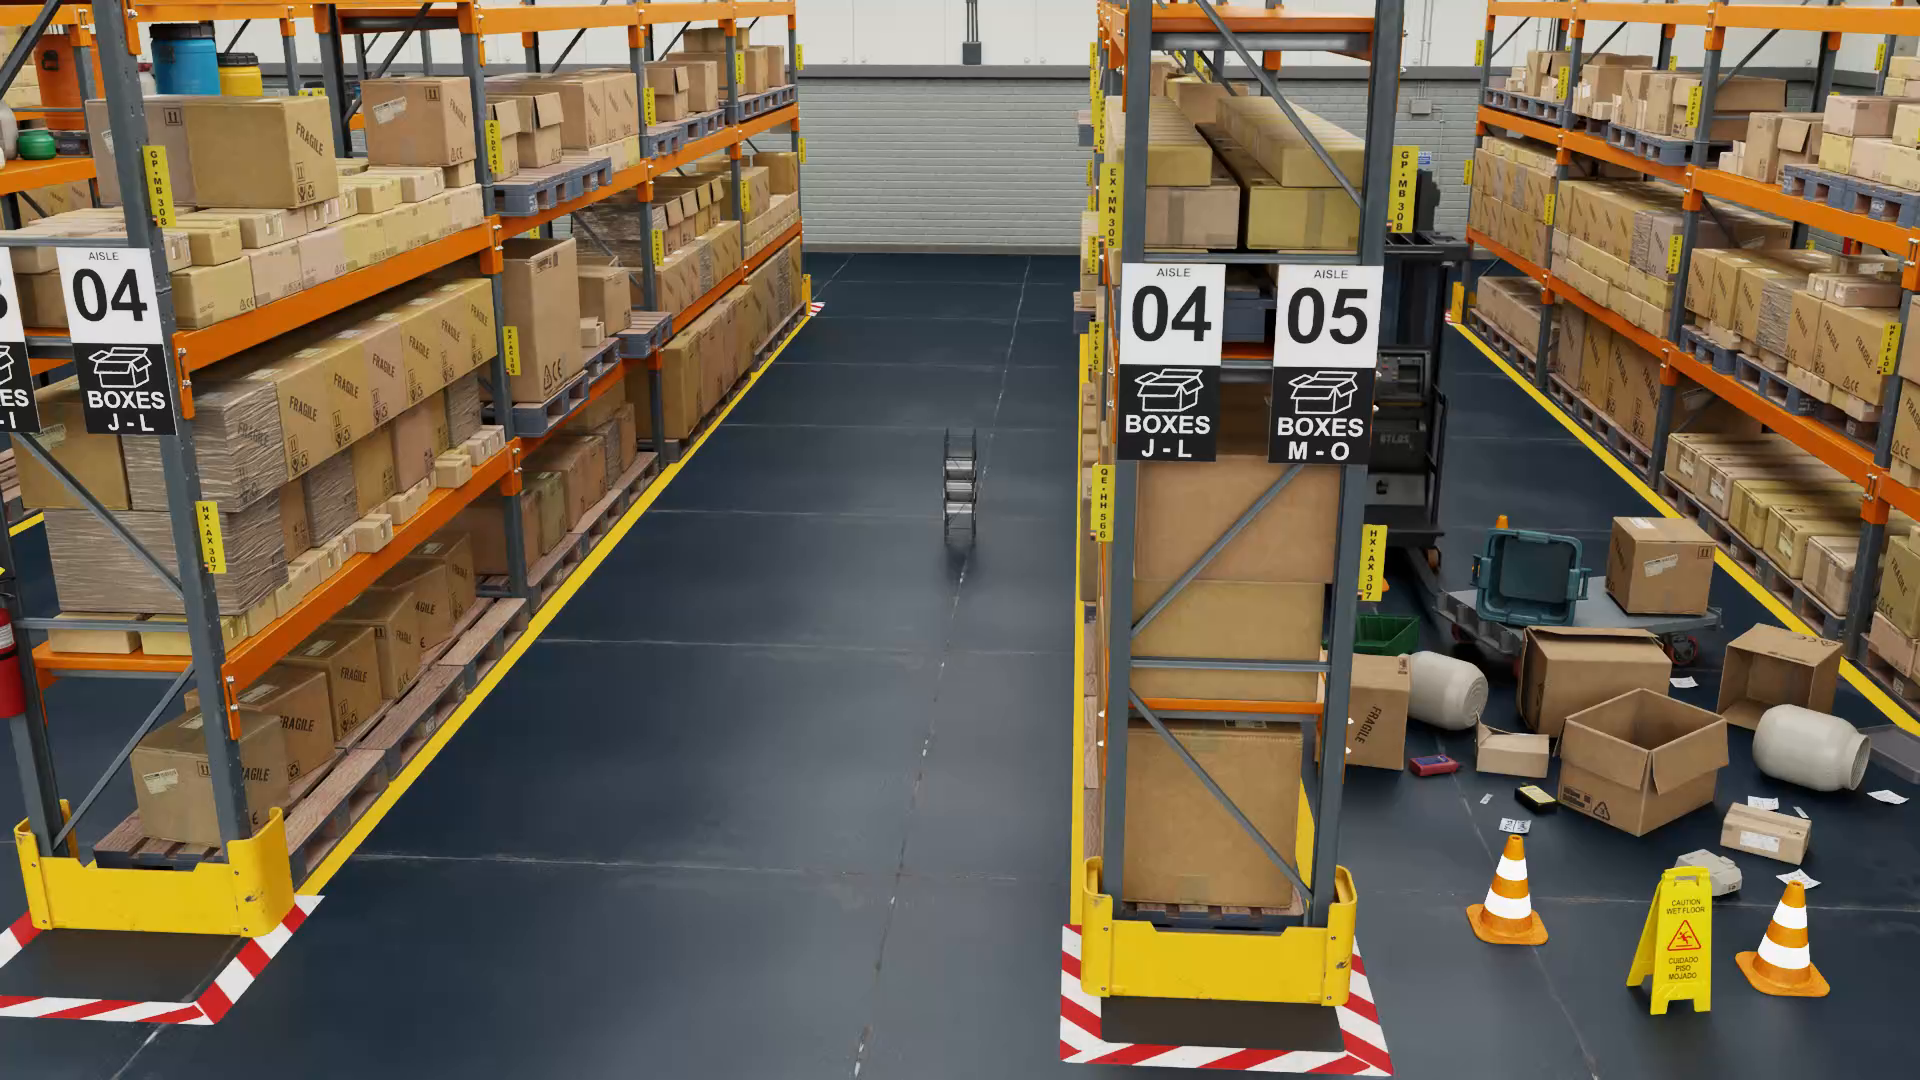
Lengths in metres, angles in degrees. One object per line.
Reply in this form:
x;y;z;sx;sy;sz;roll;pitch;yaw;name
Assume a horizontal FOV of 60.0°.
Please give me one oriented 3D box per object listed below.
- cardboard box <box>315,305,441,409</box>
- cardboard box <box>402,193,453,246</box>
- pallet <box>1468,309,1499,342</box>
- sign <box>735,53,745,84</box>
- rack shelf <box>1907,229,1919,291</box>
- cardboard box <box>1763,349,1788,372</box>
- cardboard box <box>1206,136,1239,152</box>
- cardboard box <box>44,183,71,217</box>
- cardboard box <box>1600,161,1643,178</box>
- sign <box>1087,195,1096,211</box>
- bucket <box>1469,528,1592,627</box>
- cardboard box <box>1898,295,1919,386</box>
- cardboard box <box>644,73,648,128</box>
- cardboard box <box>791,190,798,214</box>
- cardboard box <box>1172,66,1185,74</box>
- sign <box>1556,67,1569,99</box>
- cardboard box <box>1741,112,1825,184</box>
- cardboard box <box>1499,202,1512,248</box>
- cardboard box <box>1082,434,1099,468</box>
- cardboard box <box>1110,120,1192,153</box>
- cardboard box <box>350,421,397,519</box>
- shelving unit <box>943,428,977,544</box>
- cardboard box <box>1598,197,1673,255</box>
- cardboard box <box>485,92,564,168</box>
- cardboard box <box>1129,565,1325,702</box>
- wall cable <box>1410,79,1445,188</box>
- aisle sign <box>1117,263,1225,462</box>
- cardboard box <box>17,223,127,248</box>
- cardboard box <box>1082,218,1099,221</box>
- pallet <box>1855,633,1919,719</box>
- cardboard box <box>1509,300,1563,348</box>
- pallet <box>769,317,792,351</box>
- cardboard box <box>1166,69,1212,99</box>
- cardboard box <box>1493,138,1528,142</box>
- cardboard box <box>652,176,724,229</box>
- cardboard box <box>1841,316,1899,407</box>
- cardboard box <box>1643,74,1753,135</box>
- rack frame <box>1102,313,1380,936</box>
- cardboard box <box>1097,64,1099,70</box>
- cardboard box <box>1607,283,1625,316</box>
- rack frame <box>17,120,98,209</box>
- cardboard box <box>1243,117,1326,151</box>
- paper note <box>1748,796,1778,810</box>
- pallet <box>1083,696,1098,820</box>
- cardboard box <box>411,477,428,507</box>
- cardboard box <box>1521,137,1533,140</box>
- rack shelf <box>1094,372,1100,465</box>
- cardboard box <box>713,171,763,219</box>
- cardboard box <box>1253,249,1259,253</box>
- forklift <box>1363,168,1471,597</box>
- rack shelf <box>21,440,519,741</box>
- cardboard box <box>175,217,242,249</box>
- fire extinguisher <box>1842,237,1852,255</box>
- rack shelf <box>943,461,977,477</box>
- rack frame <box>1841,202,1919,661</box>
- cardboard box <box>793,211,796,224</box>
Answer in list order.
-3.353;-1.062;9.603;0.500;0.500;0.500;1;18;4;cardboard box
-3.344;-1.899;9.826;0.500;0.250;0.500;2;18;5;cardboard box
7.242;-2.785;21.584;1.003;0.211;1.213;1;18;4;pallet
-2.408;-5.151;18.173;0.100;0.325;0.005;1;18;4;sign
6.217;-1.096;8.288;1.077;0.370;4.000;1;18;4;rack shelf
6.275;-1.358;12.480;0.380;0.149;0.250;2;18;6;cardboard box
1.563;-1.984;8.772;0.500;0.250;0.500;1;18;3;cardboard box
-12.338;-4.545;22.316;0.500;0.500;0.500;1;18;4;cardboard box
7.216;-4.041;18.131;0.380;0.149;0.250;1;18;3;cardboard box
1.448;-3.618;18.258;0.100;0.325;0.005;1;18;4;sign
3.706;0.214;10.767;0.726;0.611;0.620;8;10;23;bucket
6.113;-1.166;9.919;0.700;0.500;0.500;1;18;3;cardboard box
-3.265;-3.962;15.040;0.797;0.503;0.637;2;18;7;cardboard box
-2.433;-4.495;22.088;0.500;0.250;0.500;1;18;3;cardboard box
2.252;-5.063;18.039;0.380;0.149;0.250;1;18;3;cardboard box
6.381;-4.839;17.598;0.100;0.325;0.005;1;18;4;sign
6.570;-3.055;12.950;0.700;0.500;0.500;1;18;4;cardboard box
6.818;-3.794;20.024;0.500;0.500;0.500;2;18;6;cardboard box
1.444;-0.337;12.574;1.050;0.750;0.750;1;18;4;cardboard box
0.907;-1.909;7.904;0.380;0.149;0.250;1;18;3;cardboard box
-3.701;-0.439;9.307;0.875;0.500;0.500;1;18;4;cardboard box
0.001;-0.430;13.291;0.258;0.900;0.210;1;18;4;shelving unit
6.538;-3.035;16.103;0.500;0.500;0.500;1;18;3;cardboard box
-3.325;-2.965;11.997;0.797;0.503;0.637;2;18;6;cardboard box
1.111;0.342;7.321;0.875;0.550;0.550;1;18;4;cardboard box
7.602;-6.610;27.096;0.585;1.953;0.123;1;18;4;wall cable
0.825;-0.690;6.538;0.394;0.787;0.004;1;18;4;aisle sign
-3.966;-1.327;7.440;0.380;0.149;0.250;1;18;2;cardboard box
1.468;-3.282;17.395;0.380;0.149;0.250;1;18;4;cardboard box
6.348;0.901;10.334;1.003;0.211;1.213;1;18;4;pallet
7.150;-2.571;19.892;0.875;0.438;0.875;1;18;2;cardboard box
-2.733;-2.629;21.106;1.003;0.211;1.213;1;18;4;pallet
2.044;-4.071;14.823;0.396;0.266;0.258;1;18;4;cardboard box
6.972;-5.004;21.070;0.380;0.149;0.250;2;18;5;cardboard box
-2.988;-3.665;18.019;0.797;0.503;0.637;1;18;2;cardboard box
6.165;-1.171;10.865;0.500;0.500;0.500;1;18;3;cardboard box
6.529;-3.860;14.734;0.700;0.500;0.500;0;18;1;cardboard box
1.130;0.530;6.989;1.000;3.000;0.127;1;18;4;rack frame
1.724;-5.241;18.580;0.380;0.149;0.250;1;18;4;cardboard box
6.498;-2.282;15.812;0.500;0.250;0.500;1;18;3;cardboard box
-12.544;-4.804;23.267;1.000;3.000;0.127;1;18;4;rack frame
1.581;-1.973;8.098;0.380;0.149;0.250;2;18;5;cardboard box
4.367;1.427;9.038;0.148;0.019;0.142;8;20;23;paper note
1.199;1.227;9.340;1.003;0.211;1.213;1;18;4;pallet
-3.385;-0.275;9.848;0.380;0.149;0.250;1;18;4;cardboard box
7.395;-5.075;21.287;0.380;0.149;0.250;2;18;5;cardboard box
1.560;-0.992;12.788;1.077;0.370;4.000;1;18;4;rack shelf
-2.618;-4.062;19.560;0.500;0.500;0.500;1;18;4;cardboard box
1.528;-1.358;7.503;0.380;0.149;0.250;1;18;4;cardboard box
3.132;-1.272;12.598;1.130;2.935;3.031;1;18;4;forklift
-3.667;0.108;9.430;1.077;0.370;4.000;1;18;4;rack shelf
-3.550;-1.396;7.649;0.380;0.149;0.250;1;18;3;cardboard box
11.722;-4.093;21.820;0.296;0.674;0.183;1;18;4;fire extinguisher
0.001;-0.570;13.245;0.258;0.077;0.200;1;18;4;rack shelf
6.361;-0.633;10.539;1.000;3.000;0.127;1;18;4;rack frame
-2.377;-4.264;22.021;0.380;0.149;0.250;1;18;4;cardboard box
